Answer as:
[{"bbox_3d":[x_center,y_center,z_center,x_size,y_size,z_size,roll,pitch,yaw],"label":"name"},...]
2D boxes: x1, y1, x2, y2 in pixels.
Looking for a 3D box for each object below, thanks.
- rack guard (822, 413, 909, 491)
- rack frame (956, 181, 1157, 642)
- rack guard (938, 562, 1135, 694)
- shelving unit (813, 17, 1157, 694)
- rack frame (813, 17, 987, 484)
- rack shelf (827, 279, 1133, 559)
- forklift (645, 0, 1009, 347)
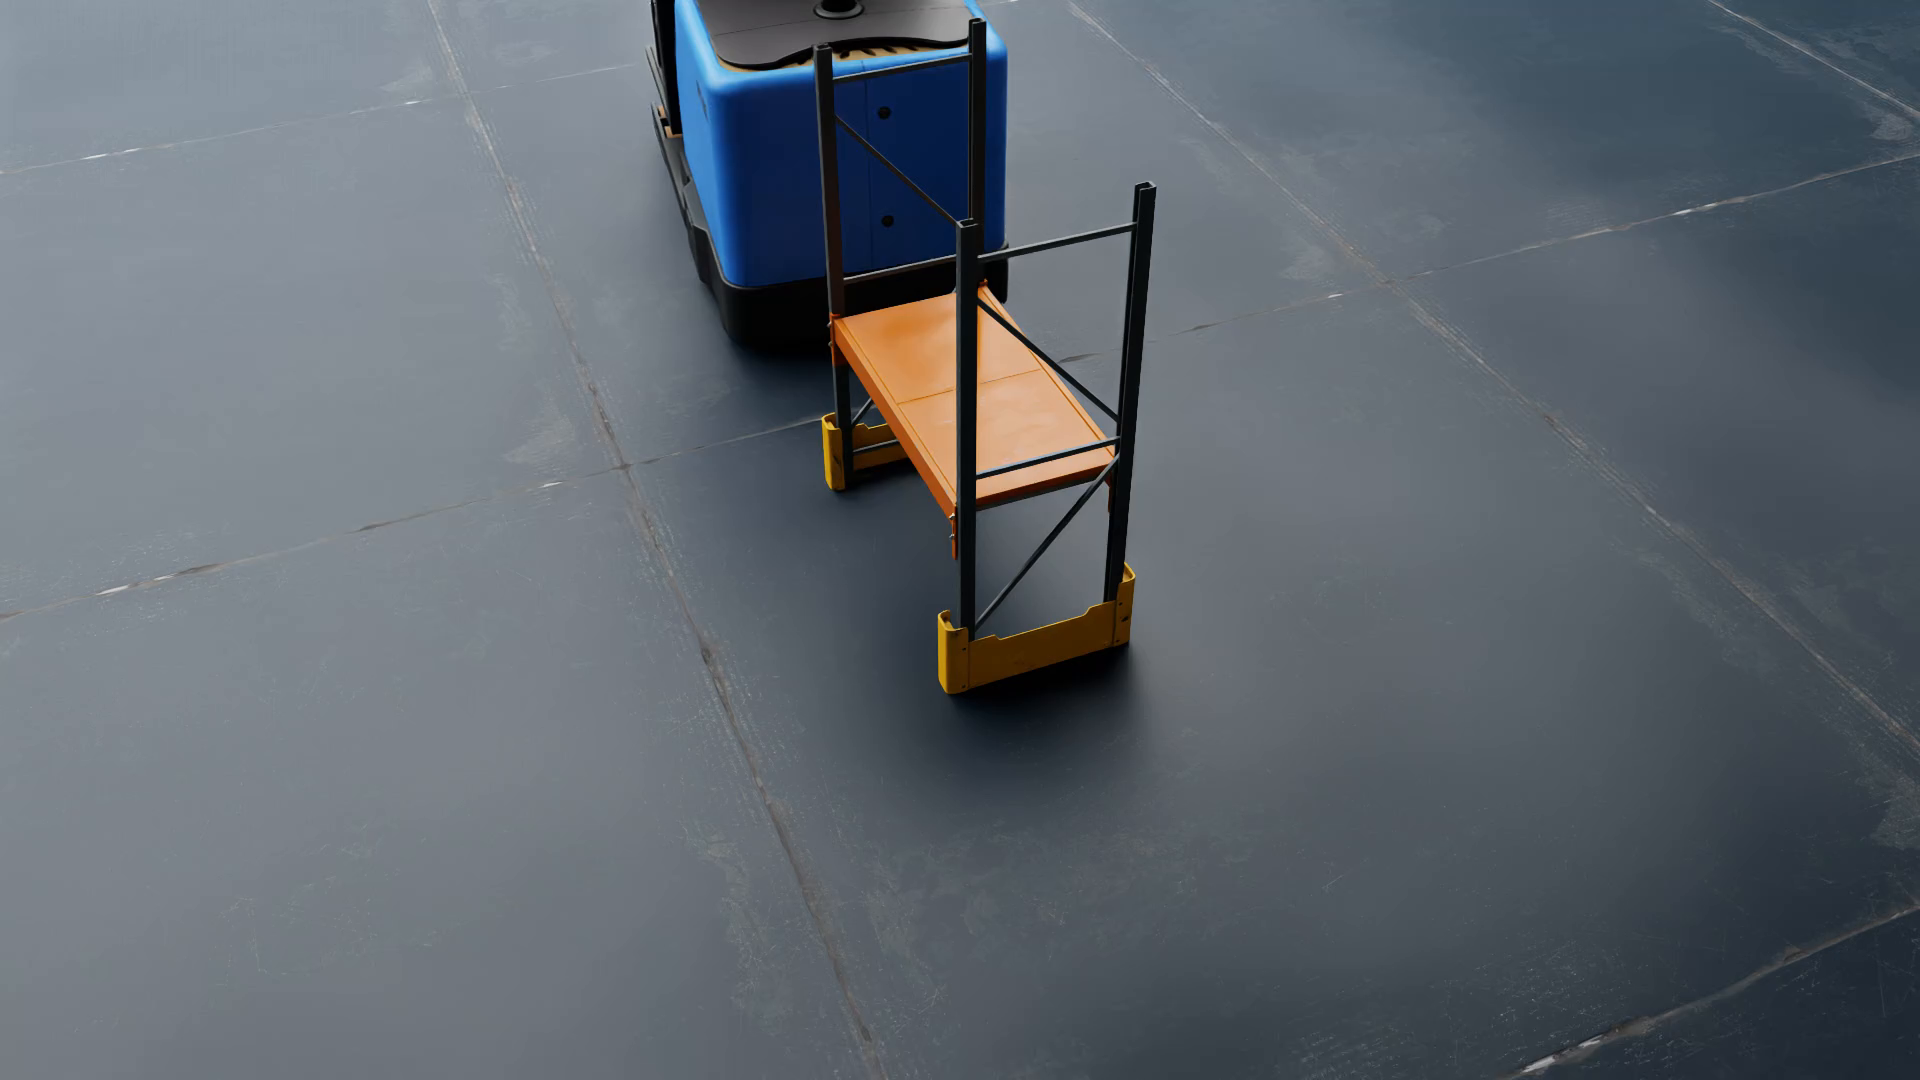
[{"bbox_3d":[-0.161,-0.349,5.464,0.587,0.250,0.087,-15,43,-17],"label":"rack guard"},{"bbox_3d":[0.227,-0.211,4.345,0.500,1.500,0.032,-15,43,-17],"label":"rack frame"},{"bbox_3d":[0.220,0.251,4.766,0.587,0.250,0.087,-15,43,-17],"label":"rack guard"},{"bbox_3d":[0.029,-0.523,4.708,0.587,1.500,1.083,-15,43,-17],"label":"shelving unit"},{"bbox_3d":[-0.162,-0.823,5.057,0.500,1.500,0.032,-15,43,-17],"label":"rack frame"},{"bbox_3d":[0.033,-0.381,4.819,0.538,0.185,1.000,-15,43,-17],"label":"rack shelf"},{"bbox_3d":[-0.711,-2.774,6.228,1.130,2.935,3.031,-10,42,-12],"label":"forklift"}]
